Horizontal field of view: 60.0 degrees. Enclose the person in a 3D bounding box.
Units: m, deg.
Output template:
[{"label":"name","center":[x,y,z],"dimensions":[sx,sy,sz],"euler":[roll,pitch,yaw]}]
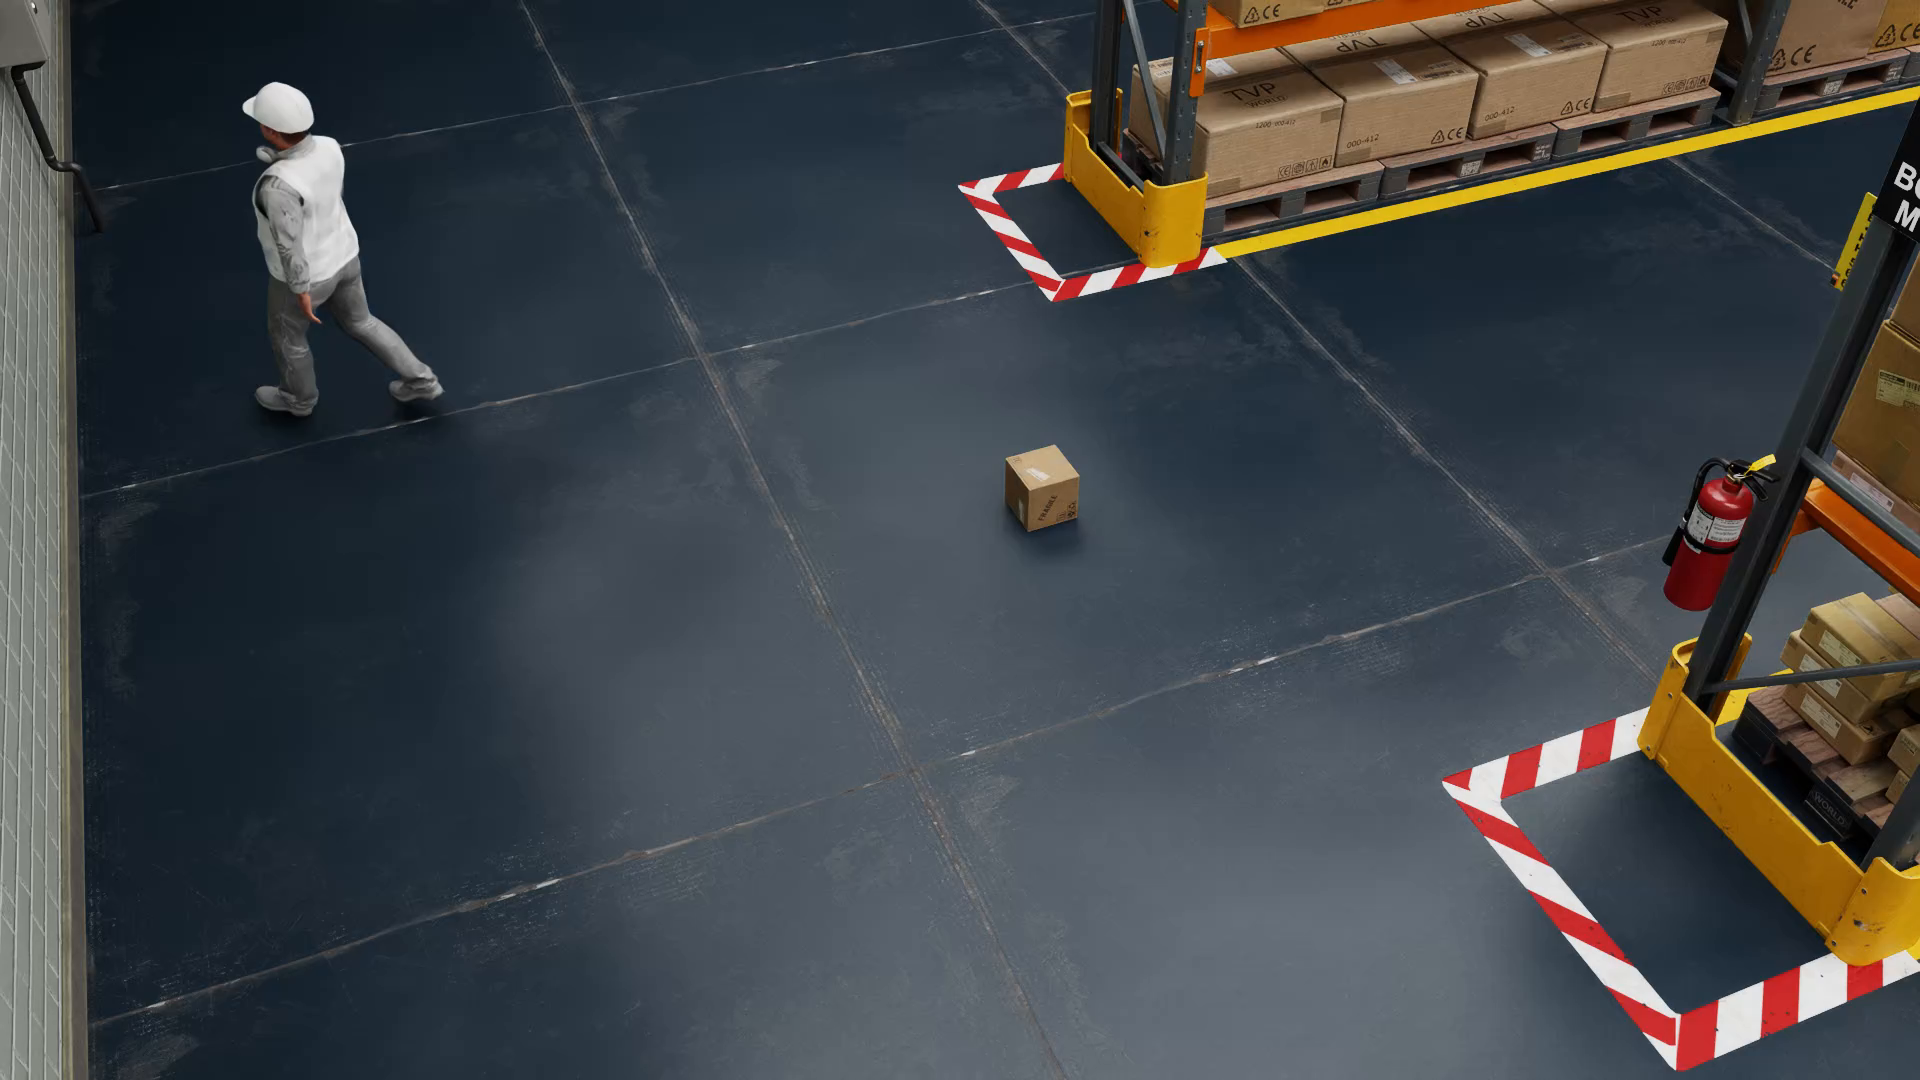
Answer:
[{"label":"person","center":[-2.995,-1.302,7.631],"dimensions":[0.919,1.736,0.554],"euler":[12,43,14]}]
